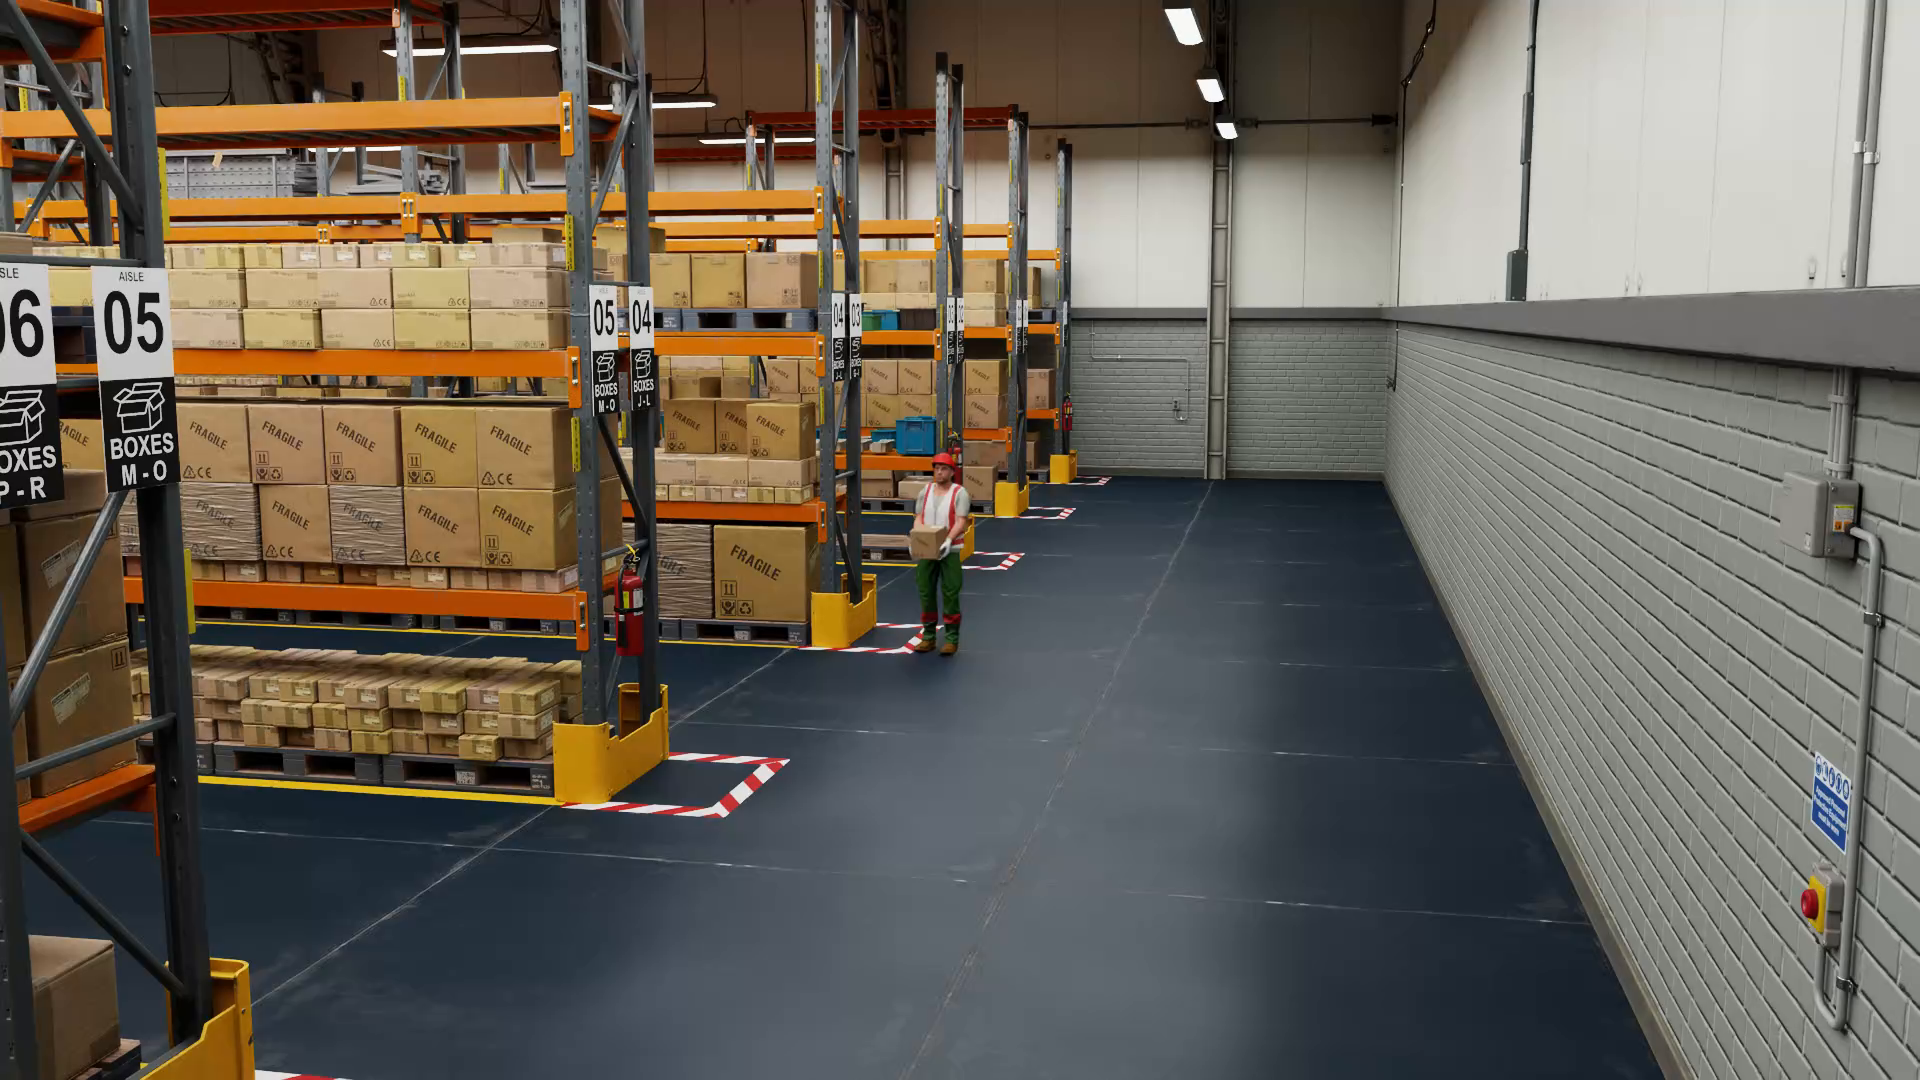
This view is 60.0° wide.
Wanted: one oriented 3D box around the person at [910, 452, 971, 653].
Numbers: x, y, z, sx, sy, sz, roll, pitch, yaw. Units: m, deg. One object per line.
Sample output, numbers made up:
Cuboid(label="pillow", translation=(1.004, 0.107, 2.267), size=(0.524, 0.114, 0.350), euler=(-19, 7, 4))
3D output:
Cuboid(label="person", translation=(-0.197, 0.122, 14.826), size=(0.519, 1.793, 0.547), euler=(3, 8, 22))
